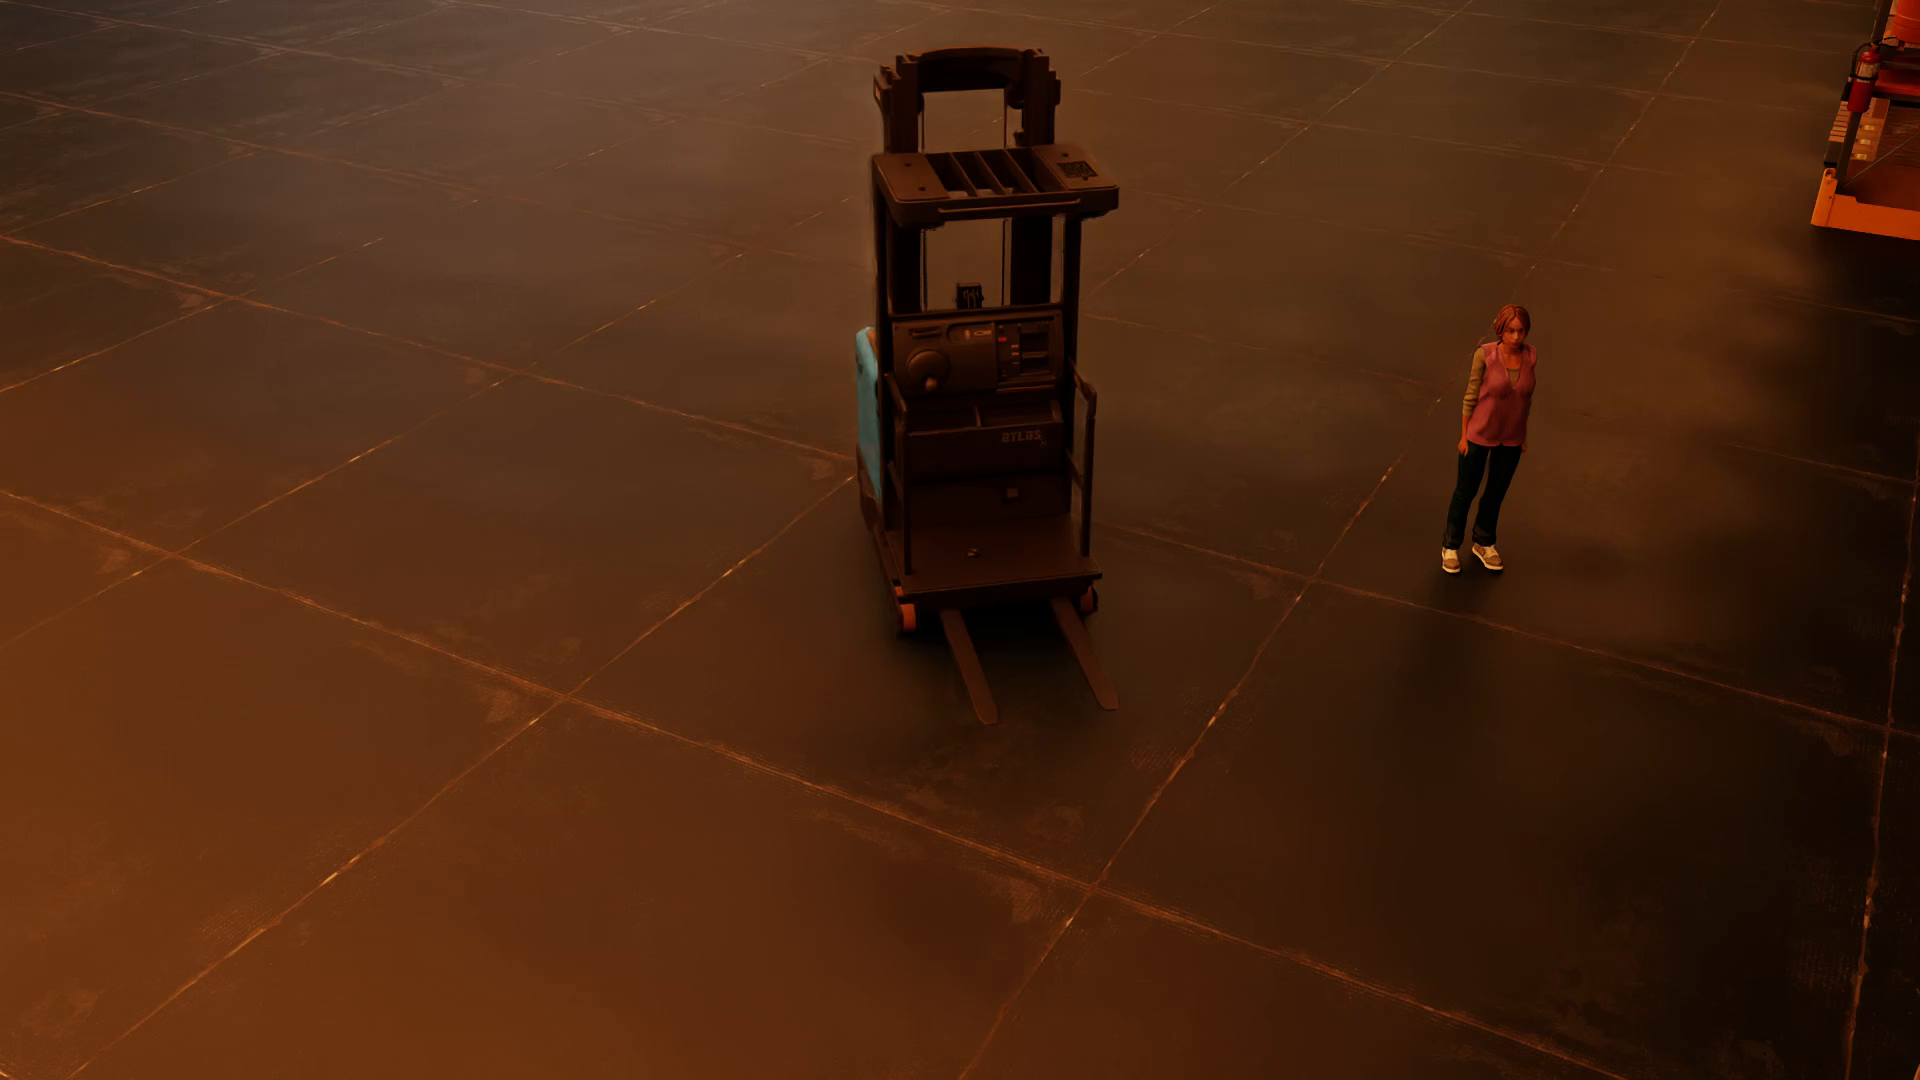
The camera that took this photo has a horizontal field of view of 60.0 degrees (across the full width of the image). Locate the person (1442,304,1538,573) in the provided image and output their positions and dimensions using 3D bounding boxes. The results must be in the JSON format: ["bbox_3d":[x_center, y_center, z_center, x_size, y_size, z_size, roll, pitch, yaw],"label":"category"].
[{"bbox_3d":[3.013,-0.569,9.388,0.405,1.603,0.317,-3,30,-4],"label":"person"}]

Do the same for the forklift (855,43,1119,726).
[{"bbox_3d":[0.146,-0.960,8.735,1.130,2.935,3.031,-6,30,-10],"label":"forklift"}]
